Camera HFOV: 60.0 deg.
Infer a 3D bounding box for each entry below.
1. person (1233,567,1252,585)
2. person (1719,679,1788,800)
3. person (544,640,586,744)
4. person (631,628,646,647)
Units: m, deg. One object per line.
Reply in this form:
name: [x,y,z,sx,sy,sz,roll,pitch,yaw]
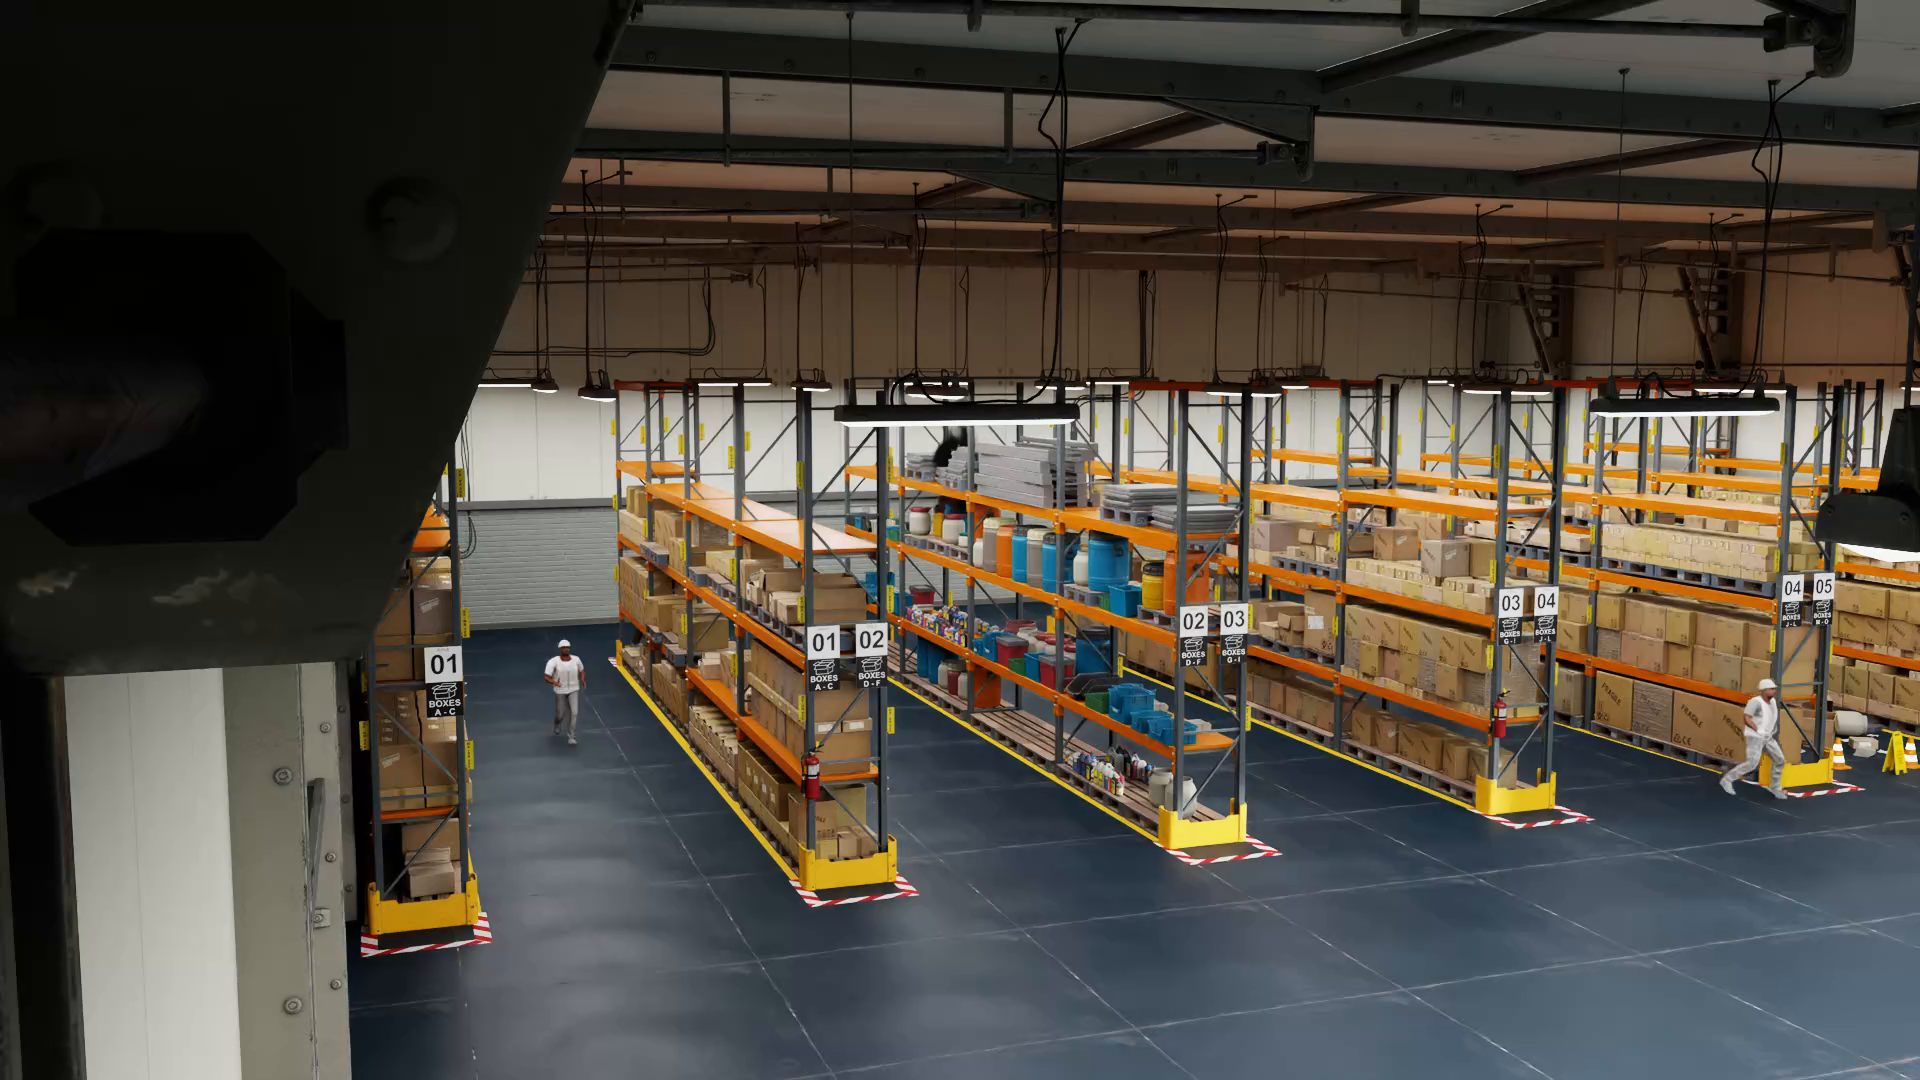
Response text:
person: [7.126,1.066,41.686,0.699,1.728,0.687,6,8,43]
person: [11.673,2.907,24.312,0.911,1.775,0.764,-5,8,-40]
person: [-6.593,2.531,27.853,0.714,1.733,0.780,-3,7,-27]
person: [-7.021,1.546,36.981,0.760,1.744,0.702,2,6,19]
